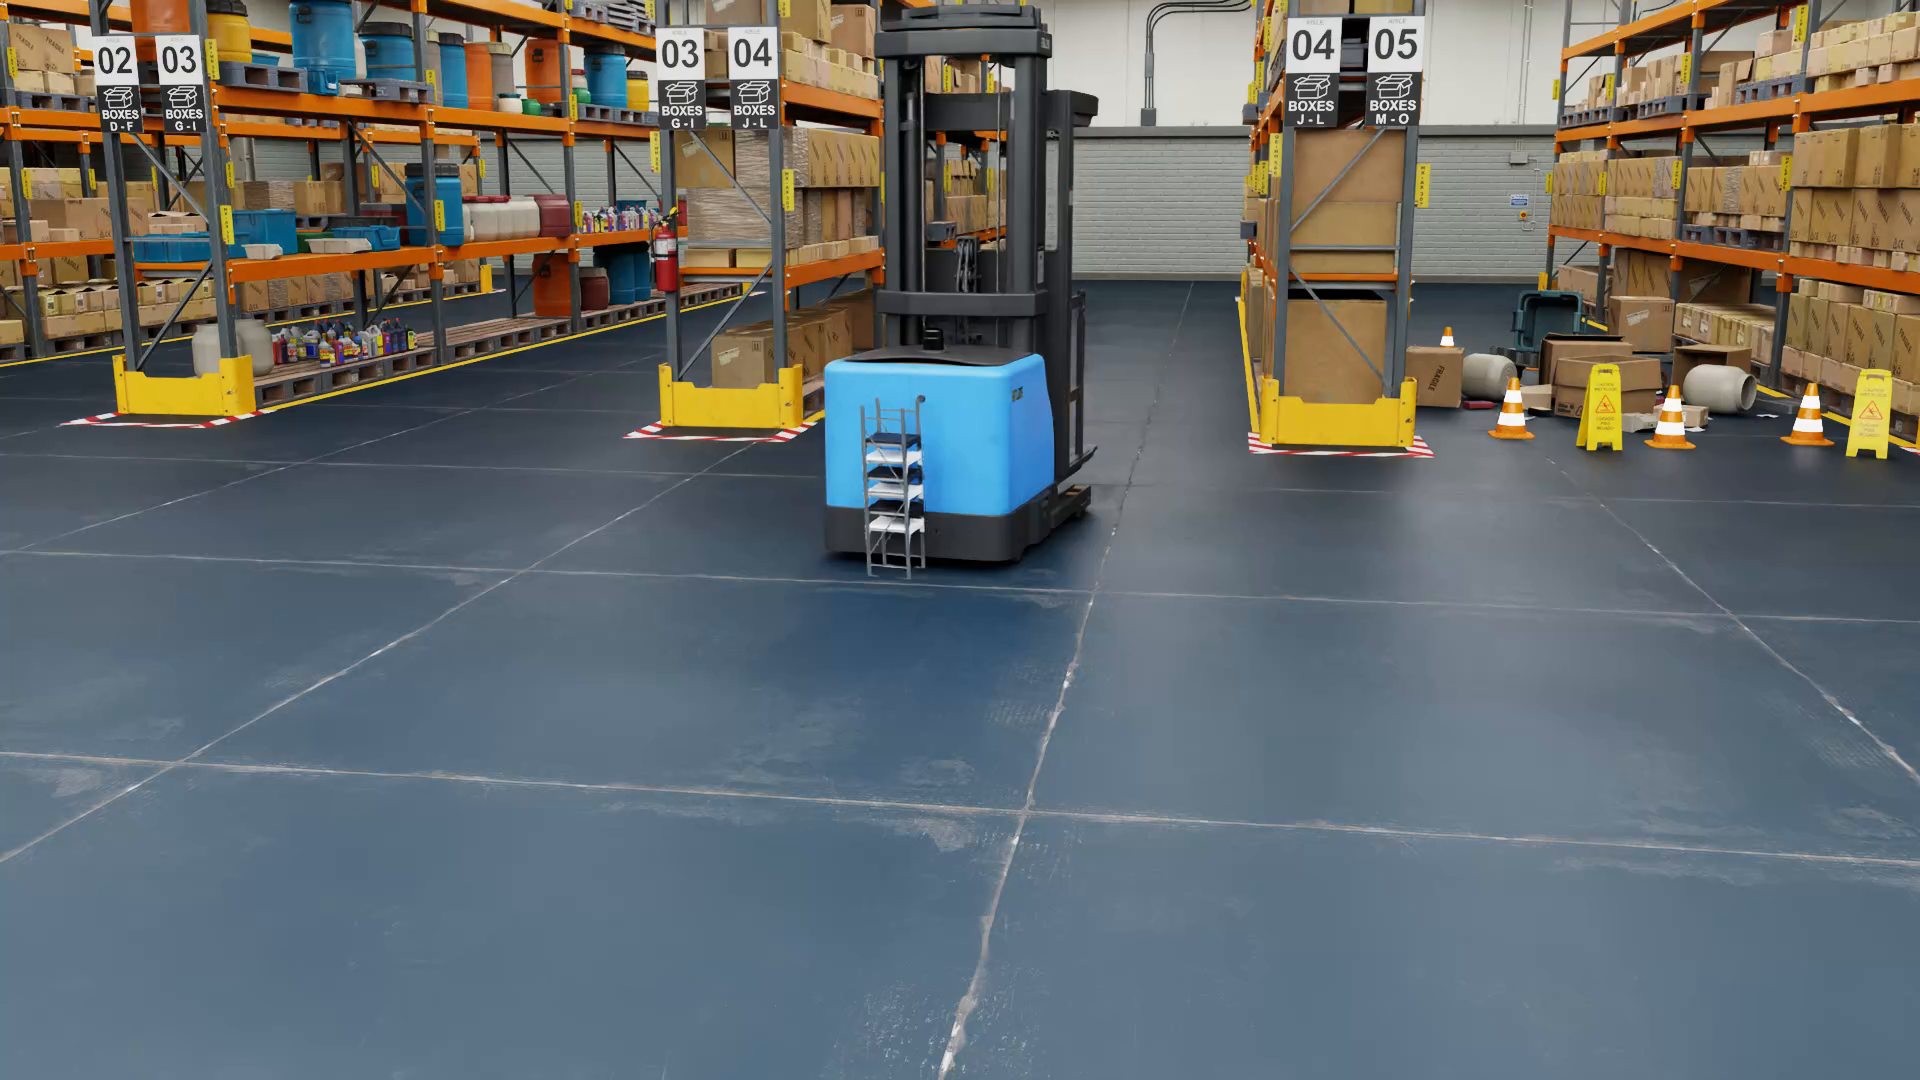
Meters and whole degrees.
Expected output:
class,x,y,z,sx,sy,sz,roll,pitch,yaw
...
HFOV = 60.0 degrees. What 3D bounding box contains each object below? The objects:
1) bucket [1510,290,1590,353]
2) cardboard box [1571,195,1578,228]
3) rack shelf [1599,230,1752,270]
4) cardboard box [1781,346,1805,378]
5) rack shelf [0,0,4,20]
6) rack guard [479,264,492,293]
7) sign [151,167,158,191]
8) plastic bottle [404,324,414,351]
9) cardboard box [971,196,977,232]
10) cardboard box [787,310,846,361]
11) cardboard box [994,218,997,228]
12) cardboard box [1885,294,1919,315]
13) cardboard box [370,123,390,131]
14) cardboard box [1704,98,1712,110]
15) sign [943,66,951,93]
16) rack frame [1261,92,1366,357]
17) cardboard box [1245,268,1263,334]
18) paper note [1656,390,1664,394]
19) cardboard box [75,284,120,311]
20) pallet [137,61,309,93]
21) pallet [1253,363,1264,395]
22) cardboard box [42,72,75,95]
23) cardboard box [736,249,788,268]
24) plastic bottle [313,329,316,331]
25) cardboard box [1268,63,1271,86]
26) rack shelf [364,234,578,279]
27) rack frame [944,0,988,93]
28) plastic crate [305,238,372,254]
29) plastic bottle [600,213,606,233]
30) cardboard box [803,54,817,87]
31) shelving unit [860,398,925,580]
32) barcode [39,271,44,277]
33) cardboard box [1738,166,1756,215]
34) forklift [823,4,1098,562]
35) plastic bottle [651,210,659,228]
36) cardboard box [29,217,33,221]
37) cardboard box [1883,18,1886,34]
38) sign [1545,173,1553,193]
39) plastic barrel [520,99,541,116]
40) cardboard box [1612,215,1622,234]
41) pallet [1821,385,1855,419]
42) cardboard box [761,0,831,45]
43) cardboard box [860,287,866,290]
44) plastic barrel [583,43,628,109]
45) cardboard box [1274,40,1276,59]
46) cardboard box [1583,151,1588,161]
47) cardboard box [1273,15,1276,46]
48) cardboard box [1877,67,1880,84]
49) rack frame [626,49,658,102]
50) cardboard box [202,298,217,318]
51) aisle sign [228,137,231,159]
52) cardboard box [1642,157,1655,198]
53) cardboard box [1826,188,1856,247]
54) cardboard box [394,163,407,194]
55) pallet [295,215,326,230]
class,x,y,z,sx,sy,sz,roll,pitch,yaw
bucket,5.827,-2.116,16.353,0.726,0.611,0.620,7,4,28
cardboard box,9.758,-5.077,25.692,0.500,0.500,0.500,2,12,11
rack shelf,9.399,-3.834,21.871,1.077,0.370,4.000,2,12,9
cardboard box,8.119,-1.684,15.716,0.500,0.250,0.500,1,12,6
rack shelf,-11.411,-5.549,16.536,1.077,0.370,4.000,2,12,9
rack guard,-9.270,-4.840,30.763,1.175,0.500,0.348,2,12,9
sign,-11.026,-4.955,22.805,0.100,0.325,0.005,2,12,9
plastic bottle,-5.958,-2.195,17.960,0.061,0.283,0.133,3,12,11
cardboard box,-0.044,-4.654,23.731,0.500,0.500,0.500,2,12,8
cardboard box,-1.497,-2.040,16.774,0.500,0.500,0.500,6,14,27
cardboard box,0.369,-4.961,25.987,0.380,0.149,0.250,2,12,11
cardboard box,7.717,-1.903,13.412,0.380,0.149,0.250,2,12,10
cardboard box,-9.554,-6.731,26.842,0.500,0.250,0.500,2,12,9
cardboard box,8.875,-5.053,19.295,0.380,0.149,0.250,2,12,9
sign,-0.165,-5.791,20.899,0.100,0.325,0.005,2,12,9
rack frame,3.570,-3.076,16.646,1.000,3.000,0.127,2,12,9
cardboard box,4.002,-2.890,20.128,1.050,0.750,0.750,2,12,8
paper note,6.709,-1.430,16.057,0.148,0.019,0.142,2,12,9
cardboard box,-10.633,-3.004,20.513,0.500,0.311,0.500,1,12,7
pallet,-6.601,-4.129,14.859,1.003,0.211,1.213,2,12,9
pallet,3.375,-1.557,16.217,1.003,0.211,1.213,2,12,9
cardboard box,-10.918,-5.420,19.763,0.500,0.250,0.500,1,12,3
cardboard box,-1.651,-2.354,13.892,0.380,0.149,0.250,2,12,9
plastic bottle,-6.759,-2.074,17.428,0.097,0.271,0.097,0,12,0
cardboard box,3.700,-5.231,18.502,0.500,0.311,0.500,2,12,8
rack shelf,-5.902,-3.483,20.242,1.077,0.370,4.000,2,12,9
rack frame,-0.085,-7.856,24.585,1.000,3.000,0.127,2,12,9
plastic crate,-6.209,-2.943,16.655,0.530,0.136,0.437,2,12,9
plastic bottle,-5.037,-4.463,23.387,0.097,0.271,0.097,0,12,0
cardboard box,-1.528,-4.018,14.251,0.500,0.250,0.500,2,12,7
shelving unit,-0.343,-0.264,8.548,0.258,0.900,0.210,4,18,20
barcode,-10.653,-3.081,19.282,0.001,0.075,0.075,2,12,9
cardboard box,8.481,-3.650,17.371,0.500,0.500,0.500,2,12,11
forklift,0.182,-1.583,9.883,1.130,2.935,3.031,4,13,16
plastic bottle,-4.721,-4.930,25.545,0.152,0.276,0.135,2,12,9
cardboard box,-14.726,-5.001,26.125,0.380,0.149,0.250,2,12,9
cardboard box,7.948,-4.289,13.857,0.380,0.149,0.250,2,12,10
sign,9.775,-5.916,27.580,0.100,0.325,0.005,2,12,9
plastic barrel,-5.582,-5.588,21.552,0.294,0.245,0.294,0,12,0
cardboard box,9.300,-4.338,22.857,0.500,0.250,0.500,2,12,7
pallet,8.223,-1.178,14.457,1.003,0.211,1.213,2,12,9
cardboard box,-1.436,-4.630,14.609,0.500,0.500,0.500,2,12,8
cardboard box,-0.856,-2.827,20.382,0.700,0.500,0.500,1,12,4
plastic barrel,-5.091,-6.640,23.877,0.600,0.901,0.708,2,12,9
cardboard box,2.944,-4.292,14.532,0.380,0.149,0.250,2,12,9
cardboard box,9.722,-5.847,25.353,0.380,0.149,0.250,2,12,9
cardboard box,3.065,-4.566,14.855,0.500,0.250,0.500,2,12,8
cardboard box,7.948,-3.902,13.954,0.380,0.149,0.250,2,12,9
rack frame,-4.979,-8.016,25.329,1.000,3.000,0.127,2,12,9
cardboard box,-10.328,-3.156,22.547,0.500,0.250,0.500,2,12,10
aisle sign,-13.846,-7.513,31.065,0.394,0.787,0.004,2,12,9
cardboard box,9.066,-4.633,21.262,0.500,0.500,0.500,2,12,9
cardboard box,7.989,-2.839,14.603,0.500,0.500,0.500,2,12,8
cardboard box,-9.444,-5.979,27.505,0.500,0.500,0.500,1,12,7
pallet,-10.194,-4.723,24.746,1.003,0.211,1.213,2,12,9
